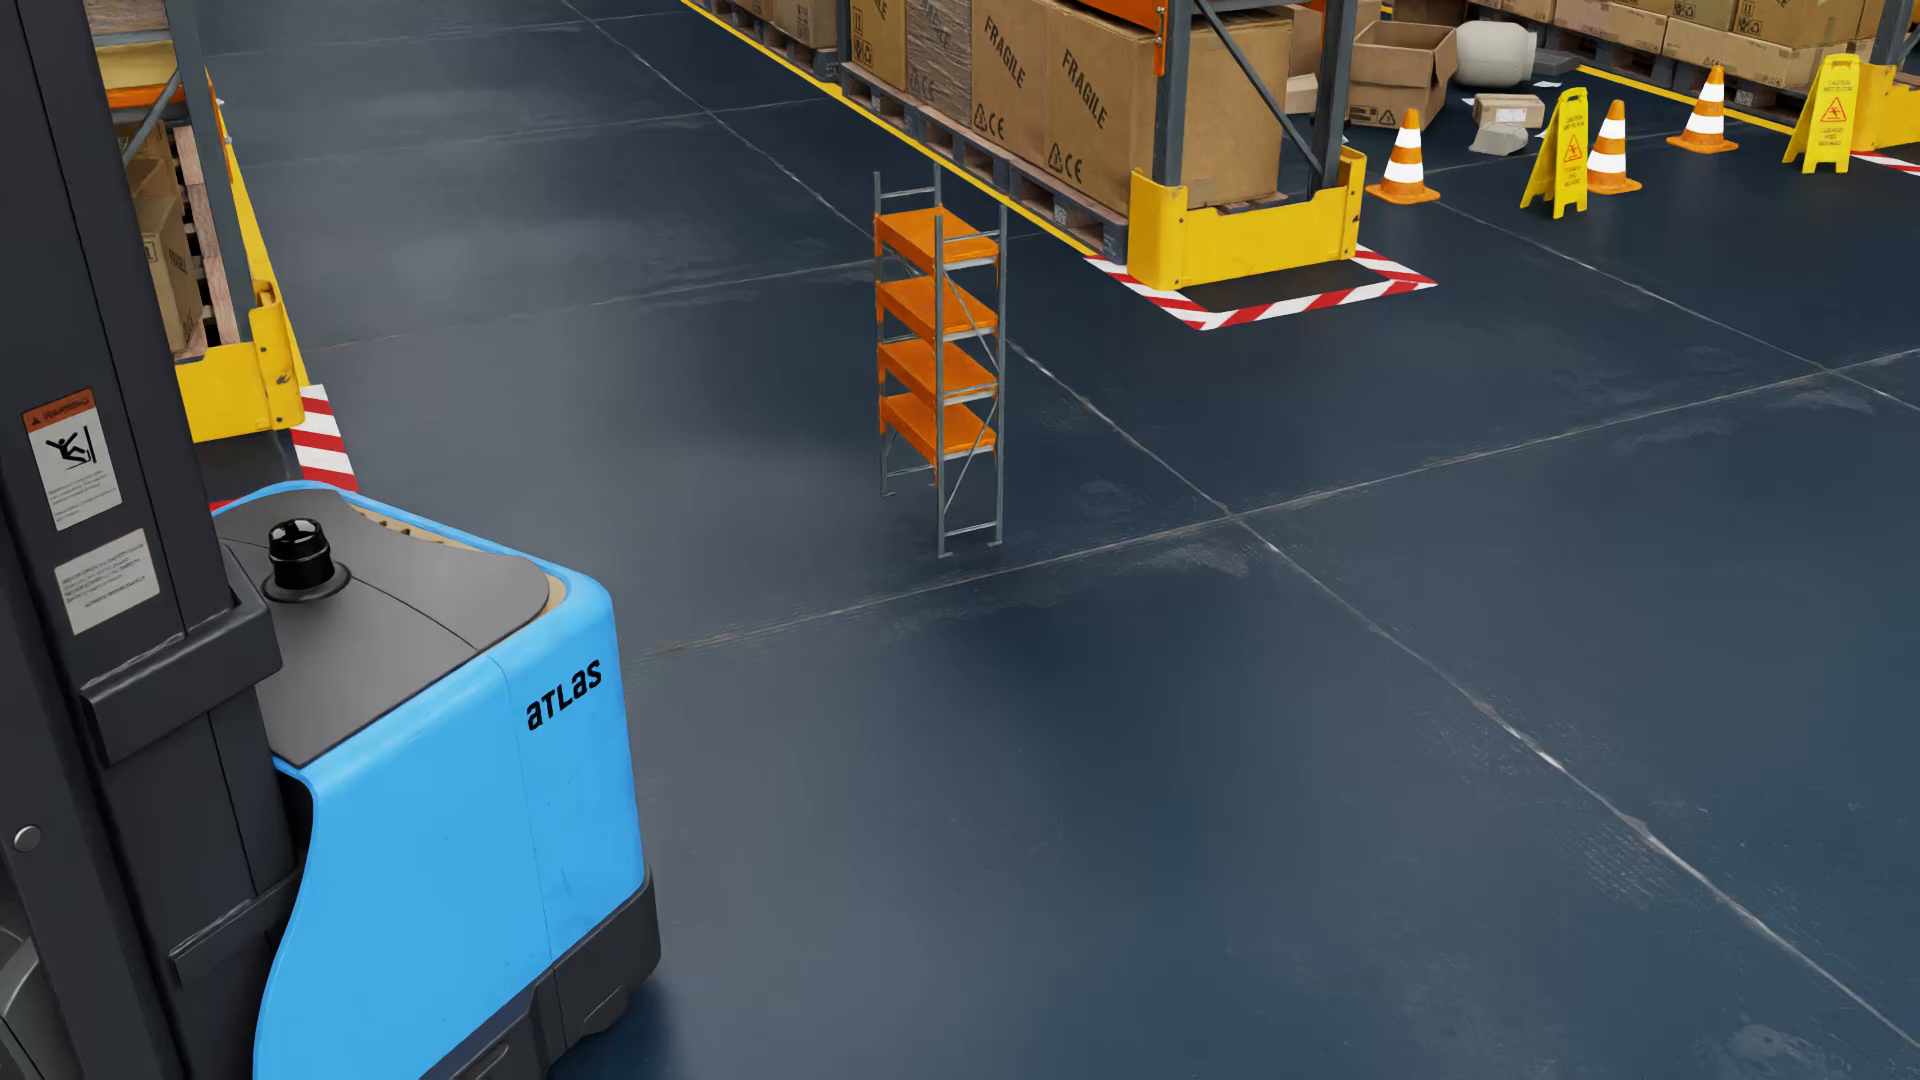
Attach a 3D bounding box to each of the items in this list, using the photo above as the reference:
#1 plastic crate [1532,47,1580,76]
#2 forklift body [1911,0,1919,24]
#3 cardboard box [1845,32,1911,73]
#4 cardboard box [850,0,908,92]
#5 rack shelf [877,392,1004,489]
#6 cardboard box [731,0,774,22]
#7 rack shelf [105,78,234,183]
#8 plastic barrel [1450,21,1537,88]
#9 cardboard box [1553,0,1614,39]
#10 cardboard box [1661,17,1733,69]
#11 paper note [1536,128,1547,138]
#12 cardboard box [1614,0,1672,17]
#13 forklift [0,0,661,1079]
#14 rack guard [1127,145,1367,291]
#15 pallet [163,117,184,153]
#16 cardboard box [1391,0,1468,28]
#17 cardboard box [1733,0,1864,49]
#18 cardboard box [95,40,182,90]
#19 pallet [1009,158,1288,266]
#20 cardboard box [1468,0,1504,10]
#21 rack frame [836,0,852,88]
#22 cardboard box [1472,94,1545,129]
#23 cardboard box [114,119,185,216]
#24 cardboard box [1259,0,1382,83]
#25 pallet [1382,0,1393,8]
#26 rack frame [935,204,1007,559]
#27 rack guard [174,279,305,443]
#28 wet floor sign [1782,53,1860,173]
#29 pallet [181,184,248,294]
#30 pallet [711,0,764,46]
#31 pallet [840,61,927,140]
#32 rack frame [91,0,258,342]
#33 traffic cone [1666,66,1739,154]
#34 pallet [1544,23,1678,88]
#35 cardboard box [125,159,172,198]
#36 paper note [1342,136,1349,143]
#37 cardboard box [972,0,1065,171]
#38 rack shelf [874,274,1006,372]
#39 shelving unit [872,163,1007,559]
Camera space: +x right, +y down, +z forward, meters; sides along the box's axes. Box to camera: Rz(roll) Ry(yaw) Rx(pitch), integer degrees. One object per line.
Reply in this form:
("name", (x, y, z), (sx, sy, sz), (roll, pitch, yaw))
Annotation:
("plastic crate", (4.021, -3.392, 11.717), (0.583, 0.080, 0.402), (26, 38, 38))
("forklift body", (7.825, -4.892, 12.276), (2.313, 2.155, 1.214), (-13, 32, -22))
("cardboard box", (5.708, -3.162, 10.705), (0.500, 0.250, 0.500), (-13, 32, -22))
("cardboard box", (-0.133, -3.411, 10.509), (0.875, 0.875, 0.875), (-13, 32, -21))
("rack shelf", (-0.071, -0.365, 5.717), (0.258, 0.148, 0.480), (-13, 32, -22))
("cardboard box", (-1.098, -4.331, 12.278), (1.050, 0.750, 0.750), (-13, 32, -22))
("rack shelf", (-4.004, -2.253, 7.436), (1.077, 0.370, 4.000), (-13, 32, -22))
("plastic barrel", (3.551, -3.235, 11.086), (0.512, 0.421, 0.421), (7, 30, 13))
("cardboard box", (4.567, -3.730, 11.717), (0.500, 0.250, 0.500), (-14, 32, -23))
("cardboard box", (5.000, -3.279, 10.913), (0.500, 0.250, 0.500), (-13, 32, -22))
("paper note", (3.601, -2.469, 10.121), (0.142, 0.019, 0.148), (26, 38, 38))
("cardboard box", (4.788, -3.828, 11.126), (0.500, 0.500, 0.500), (-14, 32, -23))
("forklift", (-1.895, 0.236, 2.332), (1.130, 2.935, 3.031), (17, 33, 27))
("rack guard", (1.388, -1.579, 8.055), (1.175, 0.500, 0.348), (-13, 32, -22))
("pallet", (-5.198, -2.578, 10.131), (1.003, 0.211, 1.213), (-13, 32, -22))
("cardboard box", (3.319, -3.683, 11.804), (0.500, 0.500, 0.500), (7, 30, 13))
("cardboard box", (5.225, -3.374, 10.316), (0.500, 0.500, 0.500), (-13, 32, -22))
("cardboard box", (-3.053, -1.750, 6.060), (0.380, 0.149, 0.250), (-13, 32, -22))
("pallet", (0.964, -1.801, 8.745), (1.003, 0.211, 1.213), (-13, 32, -22))
("cardboard box", (4.097, -4.198, 12.551), (0.500, 0.250, 0.500), (-15, 32, -24))
("rack frame", (-0.340, -4.447, 10.614), (1.000, 3.000, 0.127), (-13, 32, -22))
("cardboard box", (3.418, -2.675, 10.369), (0.380, 0.149, 0.250), (2, 29, 4))
("cardboard box", (-4.137, -1.849, 8.107), (0.500, 0.500, 0.500), (-16, 33, -26))
("cardboard box", (2.355, -3.390, 11.142), (0.797, 0.637, 0.503), (-13, 32, -22))
("pallet", (3.752, -4.658, 13.842), (1.003, 0.211, 1.213), (-13, 32, -22))
("rack frame", (0.034, -0.489, 5.395), (0.240, 1.200, 0.015), (-13, 32, -22))
("rack guard", (-3.178, -0.627, 6.356), (1.175, 0.500, 0.348), (-13, 32, -22))
("wet floor sign", (4.920, -2.429, 9.421), (0.267, 0.644, 0.232), (-3, 29, -5))
("pallet", (-4.015, -1.405, 8.040), (1.003, 0.211, 1.213), (-13, 32, -22))
("pallet", (-1.267, -4.095, 12.838), (1.003, 0.211, 1.213), (-13, 32, -22))
("pallet", (-0.084, -2.878, 10.667), (1.003, 0.211, 1.213), (-13, 32, -22))
("rack frame", (-3.145, -1.683, 5.685), (1.000, 3.000, 0.127), (-13, 32, -22))
("traffic cone", (4.455, -2.577, 9.872), (0.336, 0.463, 0.334), (-13, 32, -22))
("pallet", (4.936, -3.486, 11.751), (1.003, 0.211, 1.213), (-13, 32, -22))
("cardboard box", (-3.686, -1.312, 7.150), (0.500, 0.500, 0.500), (-5, 30, -9))
("paper note", (2.256, -2.415, 10.027), (0.144, 0.017, 0.142), (-3, 29, -5))
("cardboard box", (0.647, -2.610, 9.081), (0.875, 0.875, 0.875), (-14, 32, -23))
("rack shelf", (-0.071, -0.733, 5.510), (0.258, 0.148, 0.480), (-13, 32, -22))
("shelving unit", (-0.071, -0.596, 5.587), (0.258, 1.200, 0.503), (-13, 32, -22))
